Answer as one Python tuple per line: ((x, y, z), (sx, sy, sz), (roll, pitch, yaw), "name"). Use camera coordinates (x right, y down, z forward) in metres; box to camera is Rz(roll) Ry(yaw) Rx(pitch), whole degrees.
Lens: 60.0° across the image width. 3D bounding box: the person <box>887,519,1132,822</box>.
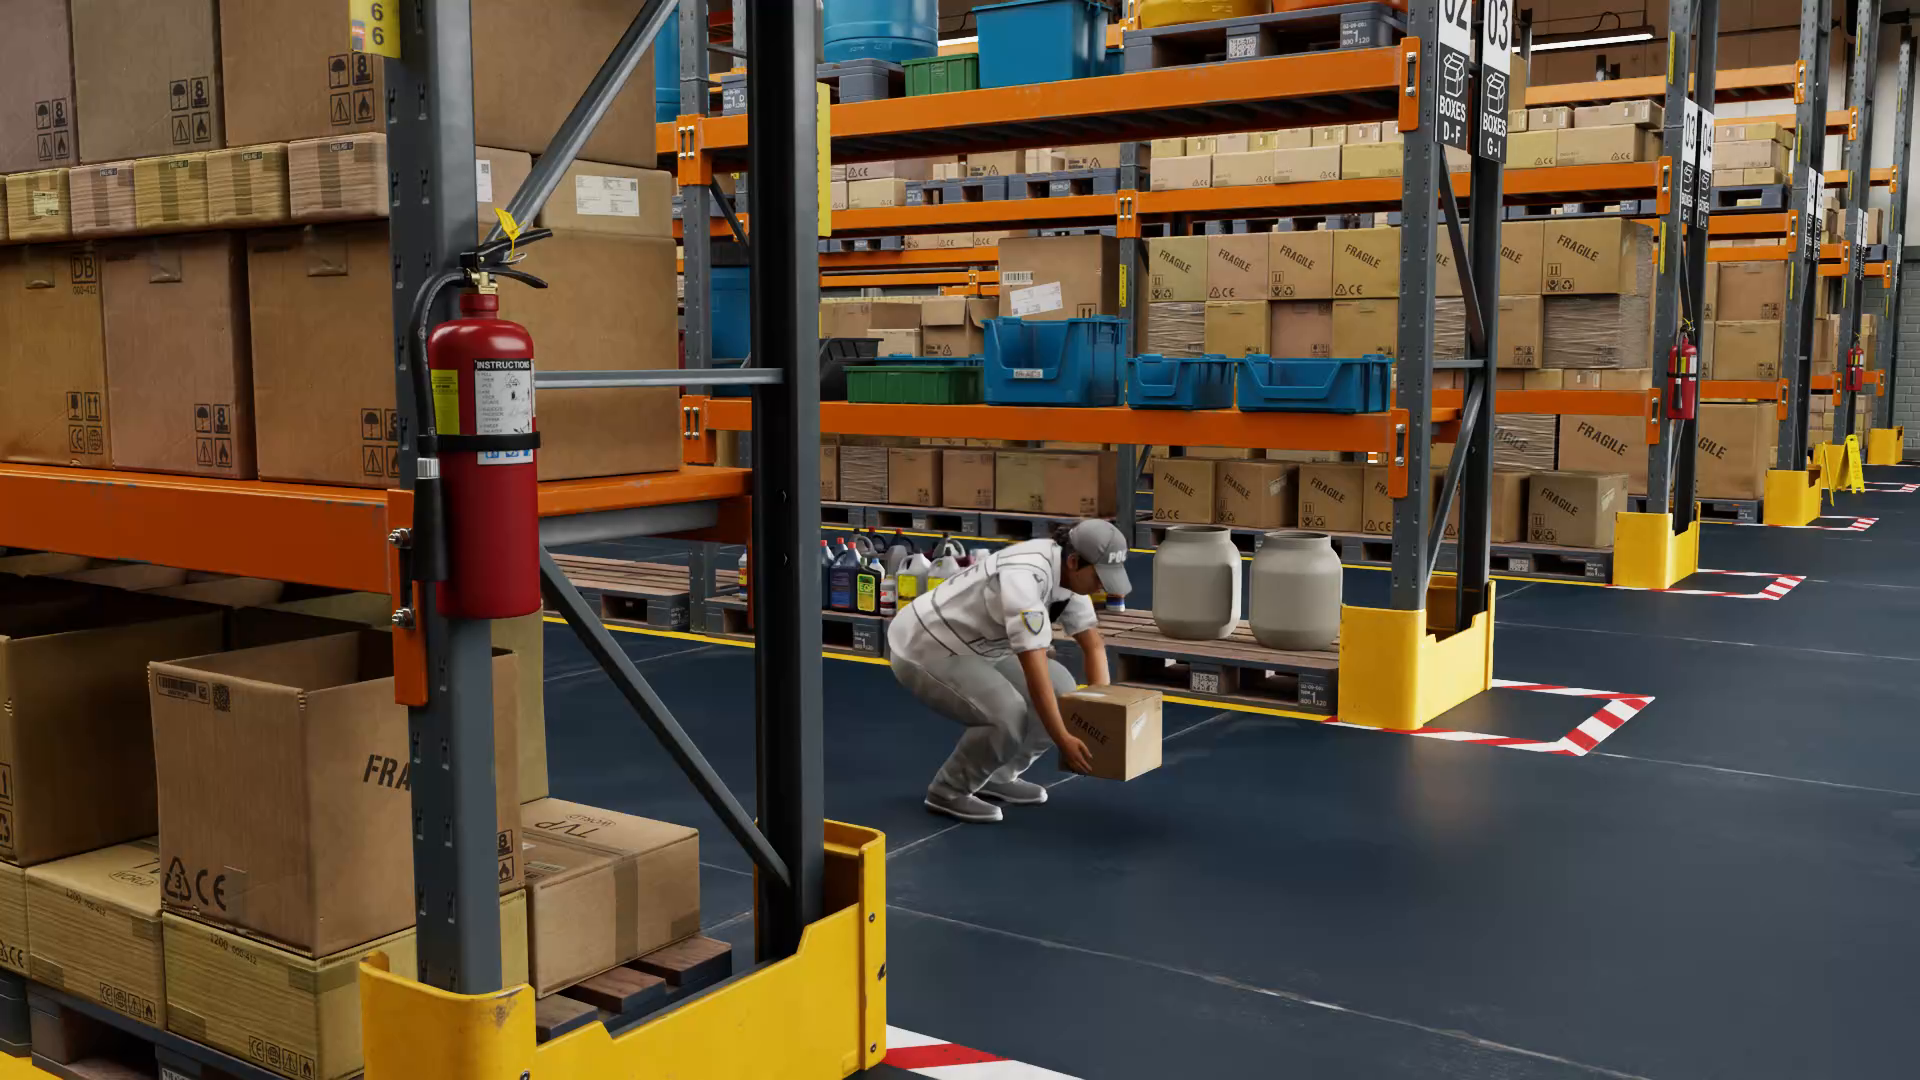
((0.176, 0.422, 5.658), (0.836, 1.021, 0.527), (4, 8, 33), "person")
